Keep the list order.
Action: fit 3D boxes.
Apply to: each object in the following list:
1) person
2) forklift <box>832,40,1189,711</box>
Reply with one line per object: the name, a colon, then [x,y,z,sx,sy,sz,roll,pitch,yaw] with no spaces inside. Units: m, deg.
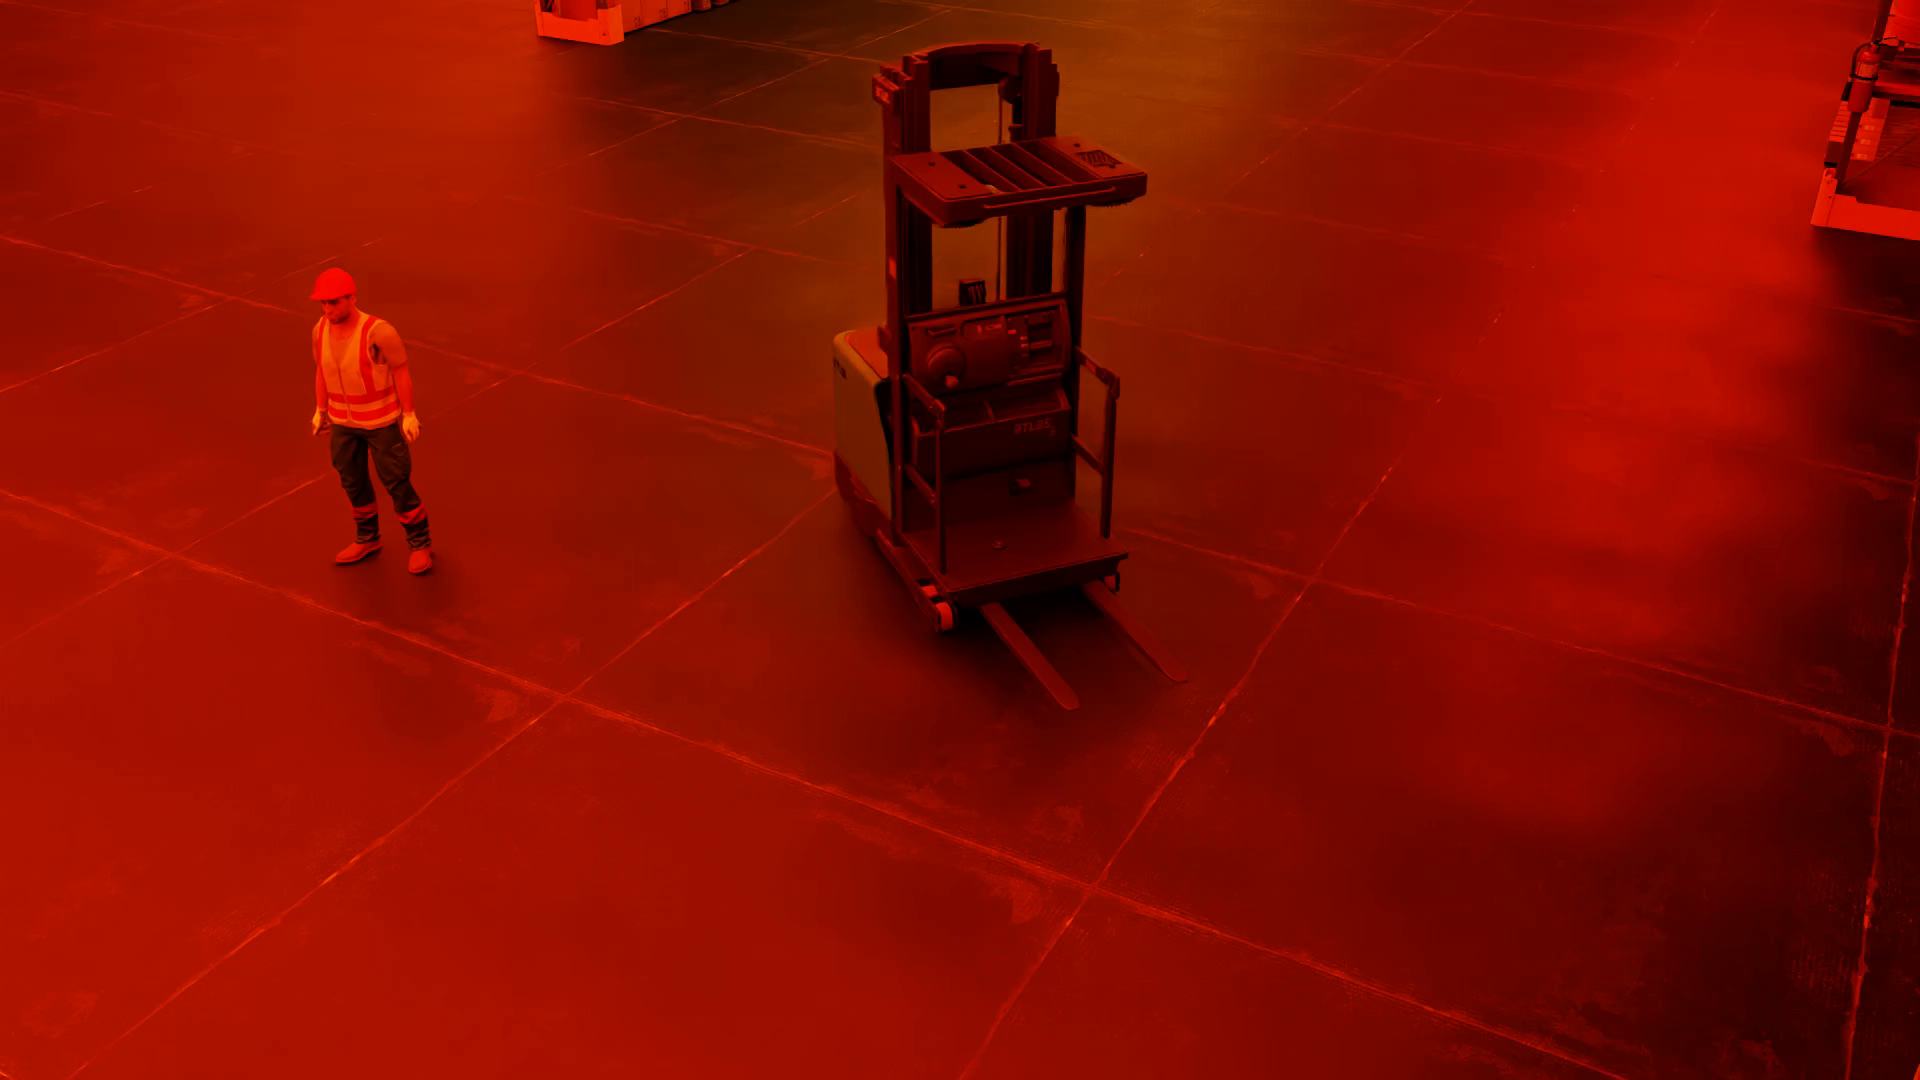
person: [-3.379,-0.675,9.392,0.650,1.788,0.348,7,31,11]
forklift: [0.251,-1.005,8.813,1.130,2.935,3.031,-12,32,-20]
